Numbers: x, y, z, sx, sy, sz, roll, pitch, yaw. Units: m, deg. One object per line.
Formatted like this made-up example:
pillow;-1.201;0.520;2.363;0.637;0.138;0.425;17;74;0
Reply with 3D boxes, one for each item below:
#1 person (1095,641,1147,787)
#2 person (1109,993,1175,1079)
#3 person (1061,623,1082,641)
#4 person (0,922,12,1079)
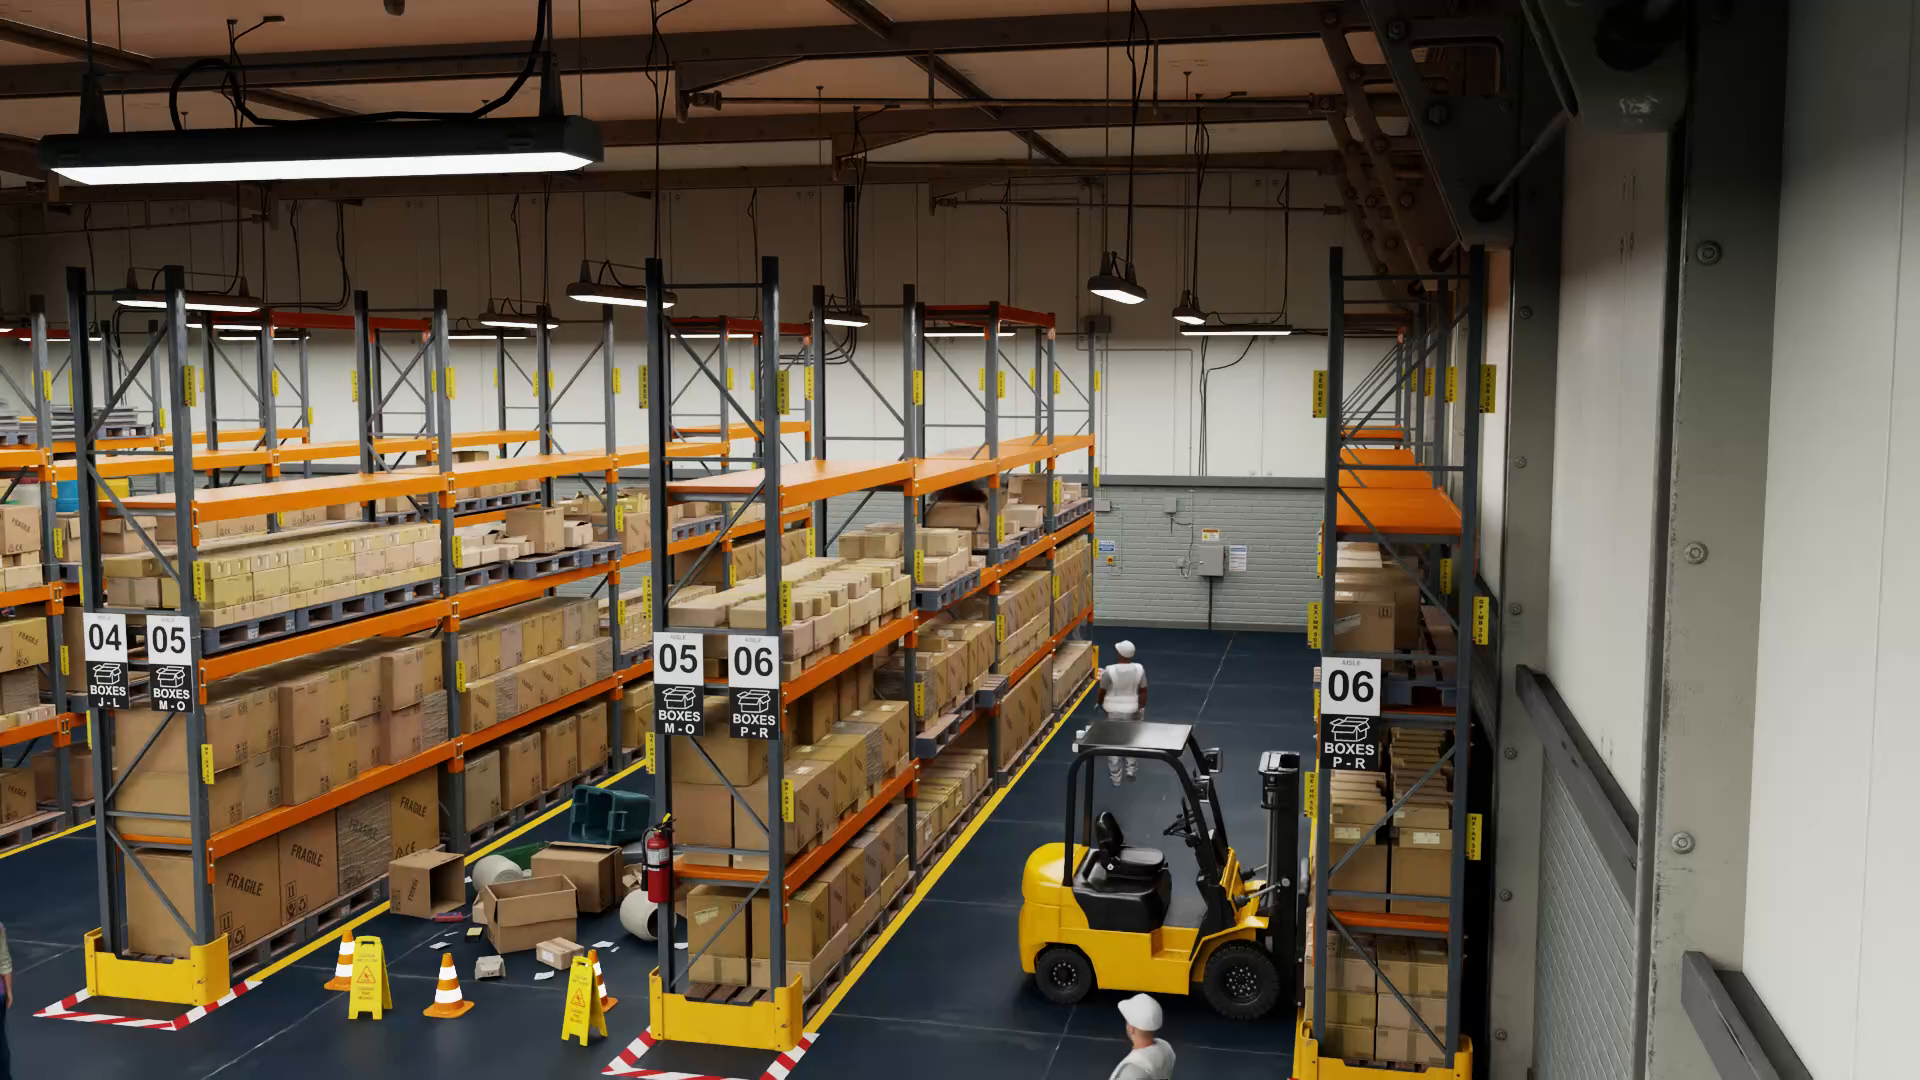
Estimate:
person;1.944;2.093;20.137;0.634;1.808;0.596;1;6;5
person;0.988;3.365;9.059;0.400;1.811;0.619;2;6;15
person;1.904;1.310;29.788;0.740;1.682;0.549;-5;8;-42
person;-6.868;3.198;11.615;0.457;1.610;0.483;4;7;32
